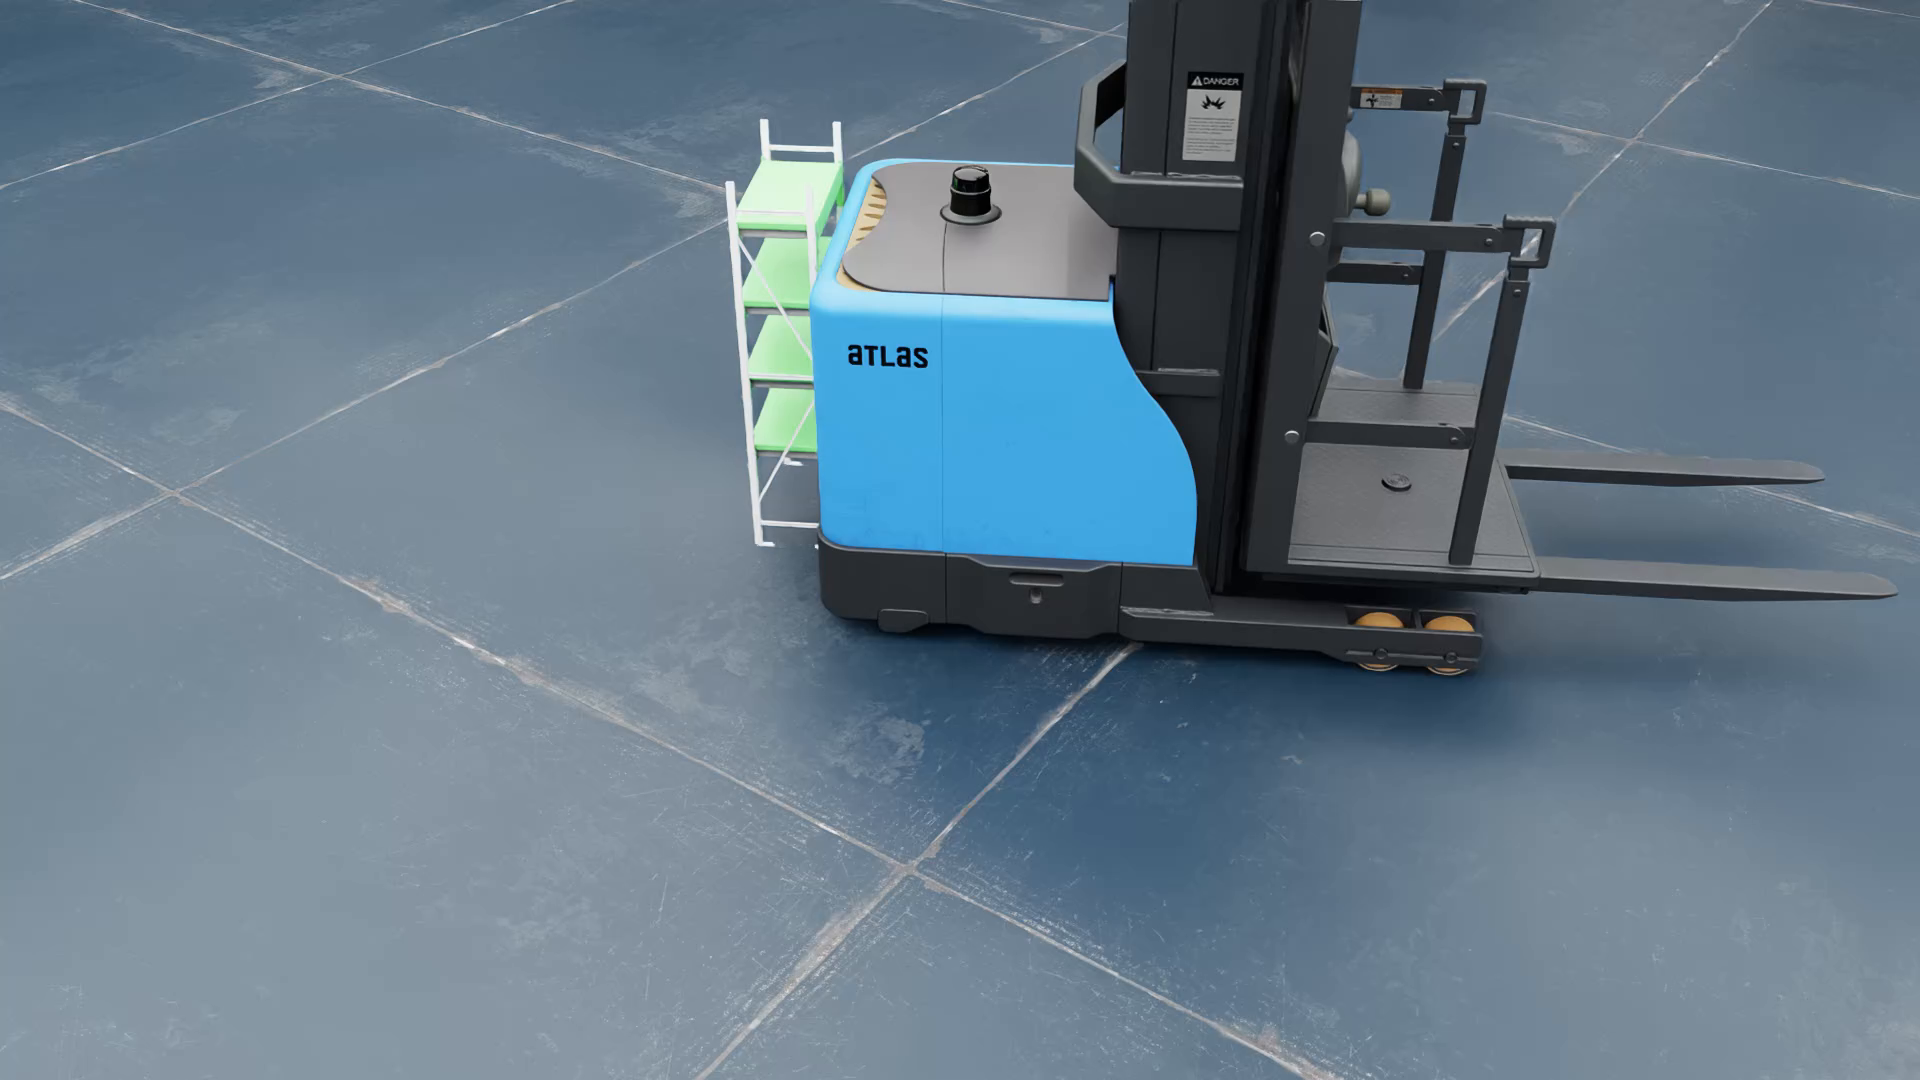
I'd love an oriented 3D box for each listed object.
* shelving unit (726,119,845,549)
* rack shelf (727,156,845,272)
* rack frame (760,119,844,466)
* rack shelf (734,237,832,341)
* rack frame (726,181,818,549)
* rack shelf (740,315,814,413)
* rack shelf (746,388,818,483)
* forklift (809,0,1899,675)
[{"bbox_3d":[-0.498,-0.613,5.085,0.258,1.200,0.503,3,34,5],"label":"shelving unit"},{"bbox_3d":[-0.499,-0.957,4.852,0.258,0.148,0.480,3,34,5],"label":"rack shelf"},{"bbox_3d":[-0.475,-0.749,5.286,0.240,1.200,0.015,3,34,5],"label":"rack frame"},{"bbox_3d":[-0.498,-0.758,4.986,0.258,0.148,0.480,3,34,5],"label":"rack shelf"},{"bbox_3d":[-0.522,-0.476,4.883,0.240,1.200,0.015,3,34,5],"label":"rack frame"},{"bbox_3d":[-0.498,-0.560,5.120,0.258,0.148,0.480,3,34,5],"label":"rack shelf"},{"bbox_3d":[-0.498,-0.361,5.255,0.258,0.148,0.480,3,34,5],"label":"rack shelf"},{"bbox_3d":[1.141,-1.146,4.329,3.031,2.935,1.130,3,34,5],"label":"forklift"}]
